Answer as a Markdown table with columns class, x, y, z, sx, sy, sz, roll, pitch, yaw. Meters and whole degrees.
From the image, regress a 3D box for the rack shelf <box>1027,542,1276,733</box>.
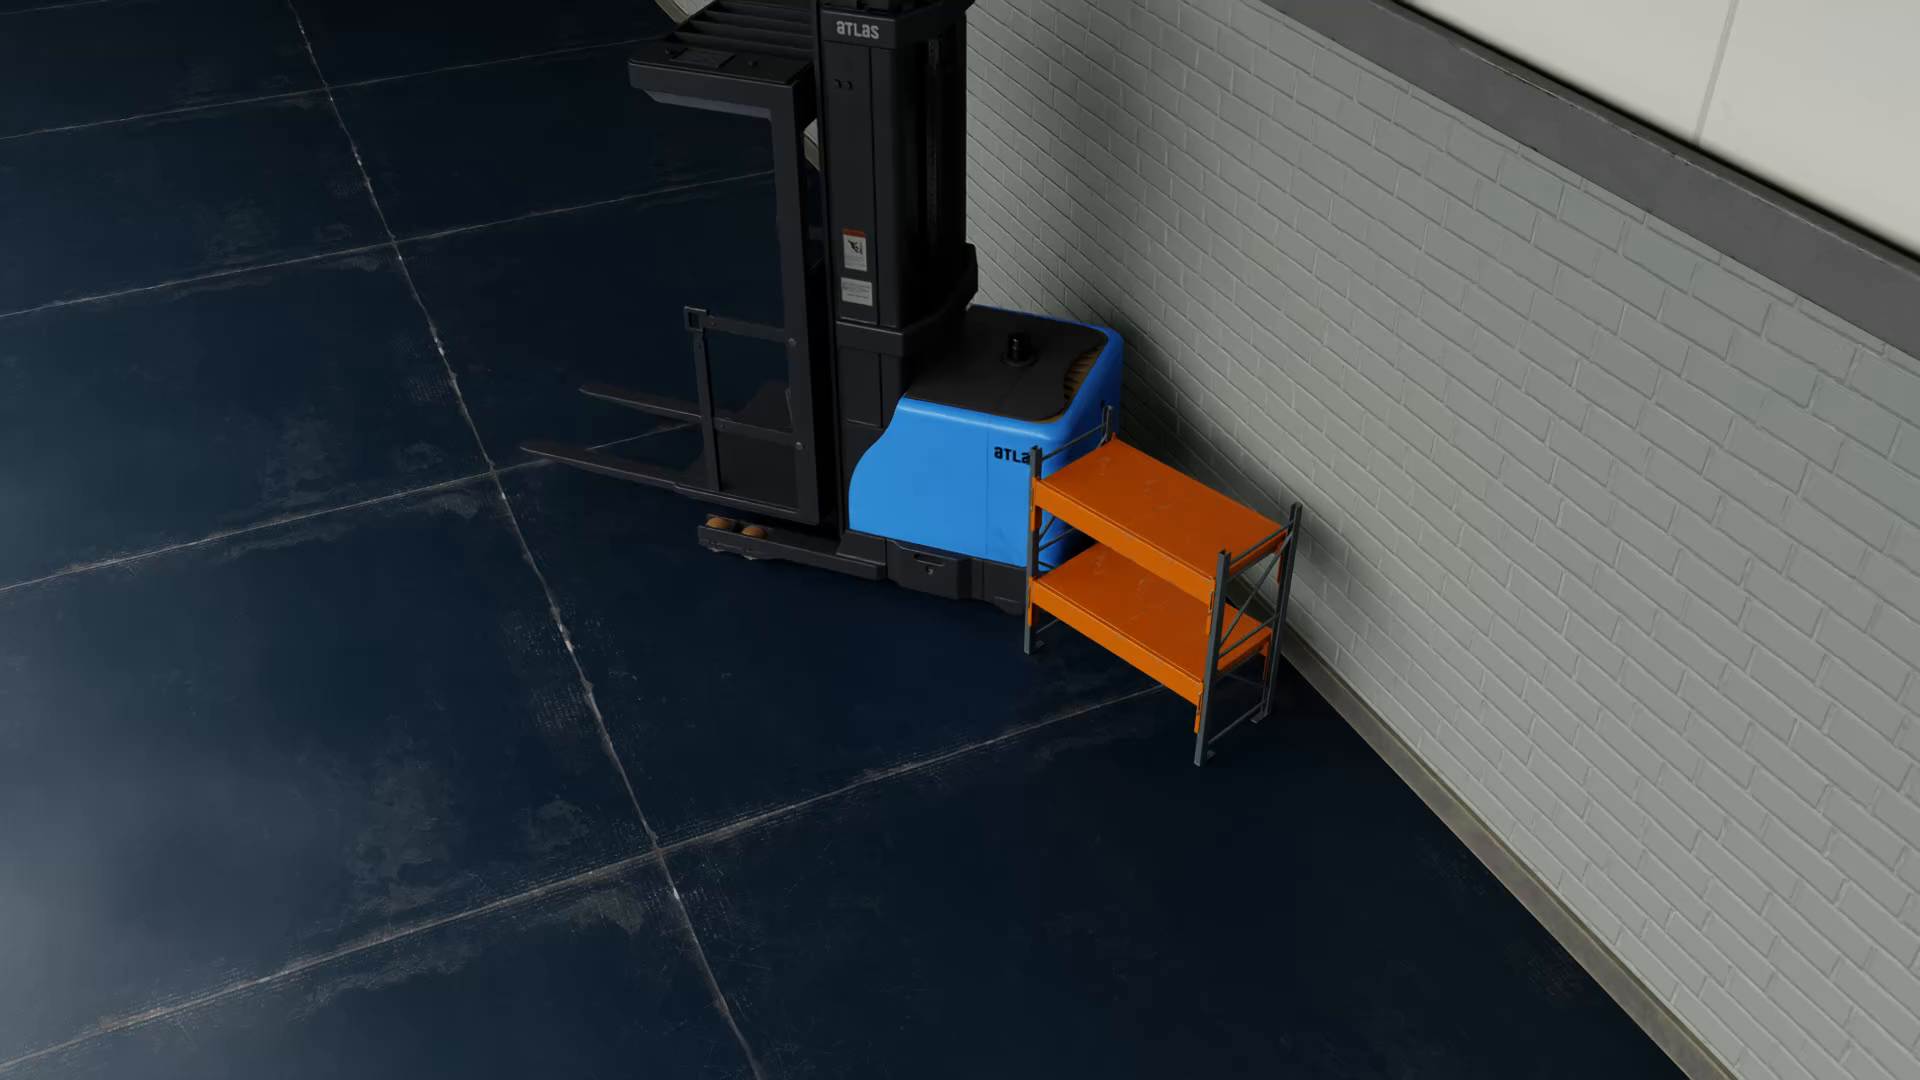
| class | x | y | z | sx | sy | sz | roll | pitch | yaw |
| --- | --- | --- | --- | --- | --- | --- | --- | --- | --- |
| rack shelf | 0.839 | 0.383 | 7.343 | 0.538 | 0.278 | 1.000 | -30 | 46 | -34 |

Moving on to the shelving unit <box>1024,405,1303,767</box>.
| class | x | y | z | sx | sy | sz | roll | pitch | yaw |
| --- | --- | --- | --- | --- | --- | --- | --- | --- | --- |
| shelving unit | 0.839 | 0.187 | 7.197 | 0.538 | 1.125 | 1.048 | -30 | 46 | -34 |

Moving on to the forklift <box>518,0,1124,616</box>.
| class | x | y | z | sx | sy | sz | roll | pitch | yaw |
| --- | --- | --- | --- | --- | --- | --- | --- | --- | --- |
| forklift | -0.773 | -1.360 | 7.766 | 3.031 | 2.935 | 1.130 | 12 | 38 | 16 |

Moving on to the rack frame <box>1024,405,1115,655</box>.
| class | x | y | z | sx | sy | sz | roll | pitch | yaw |
| --- | --- | --- | --- | --- | --- | --- | --- | --- | --- |
| rack frame | 0.487 | -0.032 | 7.492 | 0.500 | 1.125 | 0.032 | -30 | 46 | -34 |

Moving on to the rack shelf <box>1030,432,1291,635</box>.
| class | x | y | z | sx | sy | sz | roll | pitch | yaw |
| --- | --- | --- | --- | --- | --- | --- | --- | --- | --- |
| rack shelf | 0.839 | -0.048 | 7.023 | 0.538 | 0.278 | 1.000 | -30 | 46 | -34 |

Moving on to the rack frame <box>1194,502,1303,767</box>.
| class | x | y | z | sx | sy | sz | roll | pitch | yaw |
| --- | --- | --- | --- | --- | --- | --- | --- | --- | --- |
| rack frame | 1.191 | 0.406 | 6.902 | 0.500 | 1.125 | 0.032 | -30 | 46 | -34 |
